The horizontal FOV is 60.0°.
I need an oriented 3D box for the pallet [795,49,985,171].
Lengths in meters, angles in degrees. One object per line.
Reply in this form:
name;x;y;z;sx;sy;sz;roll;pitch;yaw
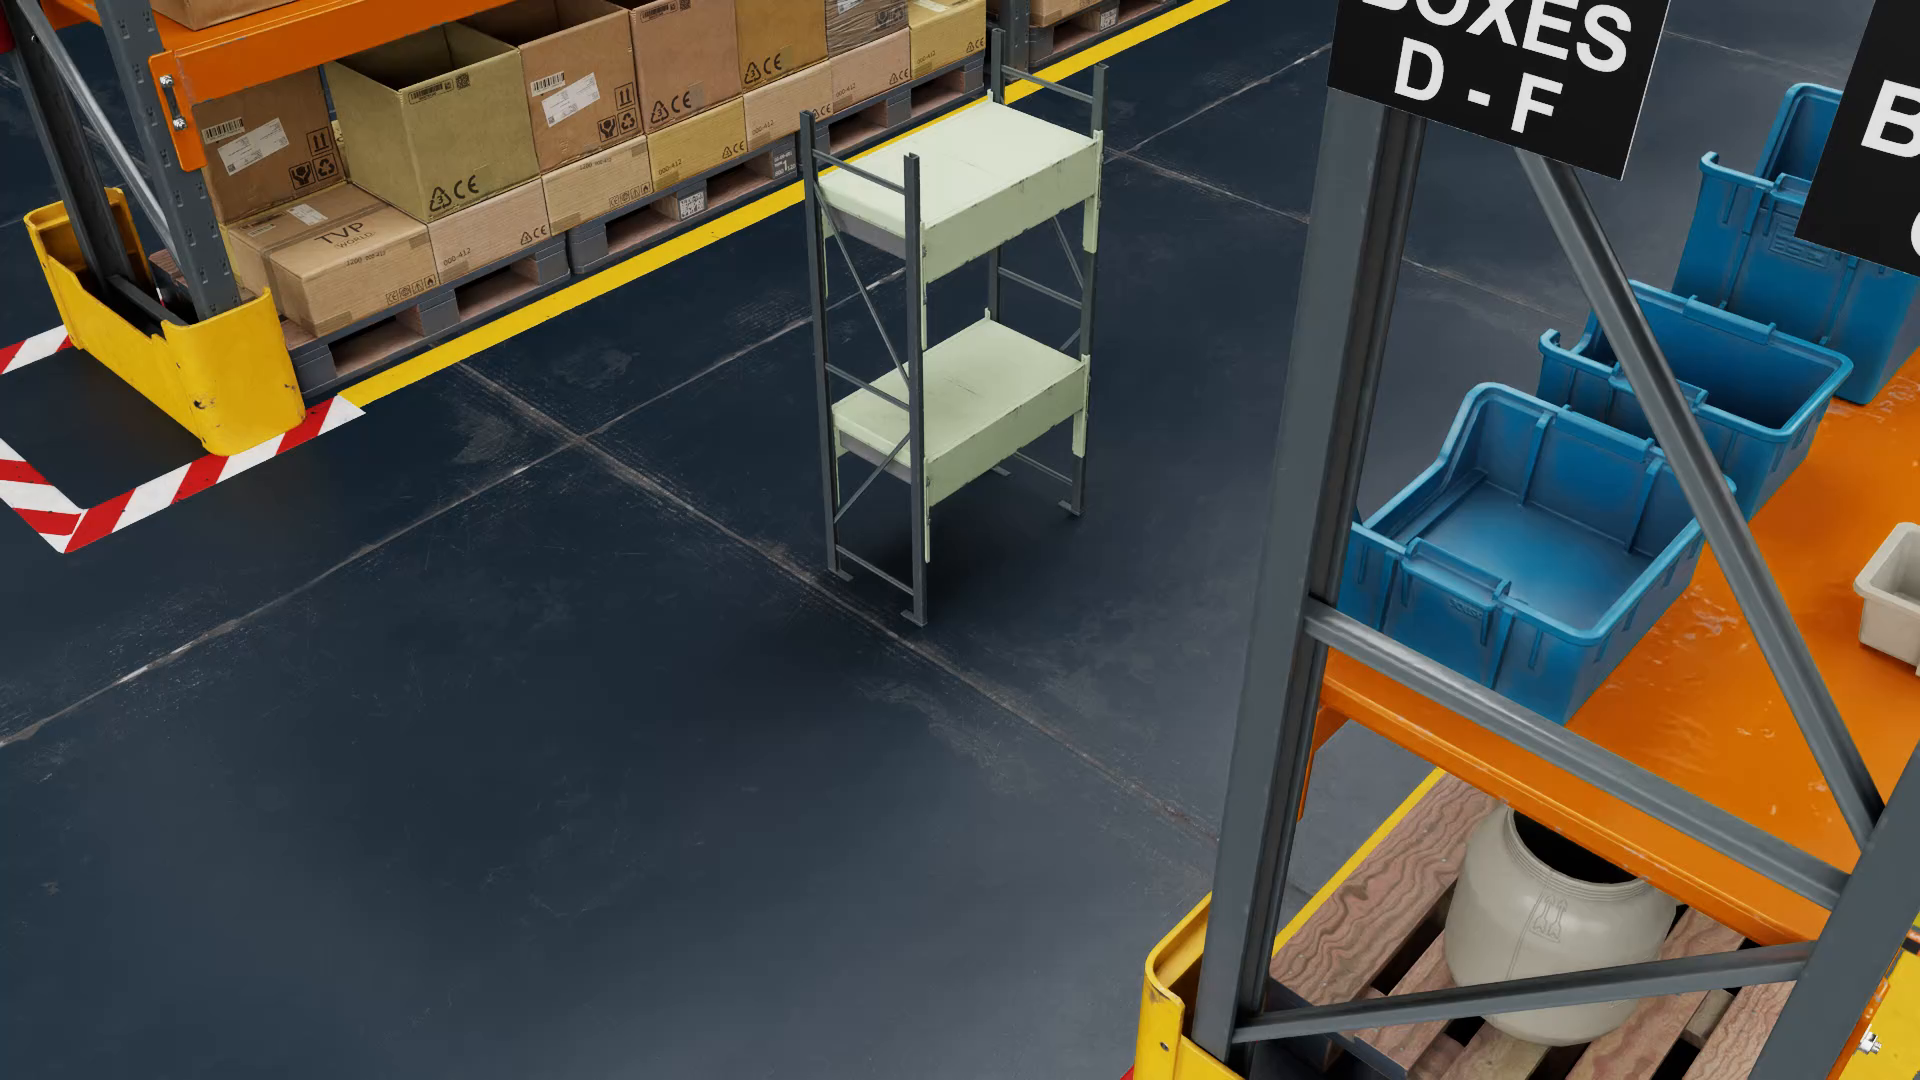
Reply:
pallet;-0.644;-2.173;7.812;1.003;0.211;1.213;30;47;32

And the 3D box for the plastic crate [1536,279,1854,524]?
plastic crate;1.437;-0.286;3.319;0.499;0.251;0.408;30;47;32

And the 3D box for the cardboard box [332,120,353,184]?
cardboard box;-2.303;-1.467;6.557;0.500;0.250;0.500;30;47;32

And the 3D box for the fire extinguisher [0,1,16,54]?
fire extinguisher;-3.198;-1.885;5.272;0.296;0.674;0.183;30;47;32

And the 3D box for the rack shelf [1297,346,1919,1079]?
rack shelf;2.228;-0.330;3.833;1.077;0.370;4.000;30;47;32

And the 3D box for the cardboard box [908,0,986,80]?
cardboard box;-0.228;-2.395;7.724;0.500;0.250;0.500;30;47;32

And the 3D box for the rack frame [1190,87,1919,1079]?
rack frame;0.881;0.309;2.451;0.949;2.616;0.053;30;47;32

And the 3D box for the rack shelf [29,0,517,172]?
rack shelf;-1.426;-2.411;6.450;1.077;0.370;4.000;30;47;32

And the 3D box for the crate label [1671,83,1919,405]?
crate label;1.920;-0.665;3.648;0.502;0.435;0.616;30;47;32

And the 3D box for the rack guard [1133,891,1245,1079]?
rack guard;0.895;1.231;3.300;1.175;0.500;0.348;30;47;32

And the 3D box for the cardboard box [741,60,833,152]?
cardboard box;-0.899;-1.934;7.143;0.500;0.250;0.500;30;47;32

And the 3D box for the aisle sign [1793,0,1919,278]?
aisle sign;1.046;-0.554;1.448;0.394;0.787;0.004;30;47;32

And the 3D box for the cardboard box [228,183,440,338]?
cardboard box;-2.249;-1.015;5.988;0.500;0.250;0.500;30;47;32

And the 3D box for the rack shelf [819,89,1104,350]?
rack shelf;-0.004;-0.889;4.536;0.431;0.370;0.720;30;47;32

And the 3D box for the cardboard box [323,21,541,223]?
cardboard box;-1.914;-1.539;6.045;0.500;0.500;0.500;30;47;32

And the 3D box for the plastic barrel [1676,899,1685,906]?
plastic barrel;1.604;0.552;3.807;0.421;0.512;0.421;0;38;0

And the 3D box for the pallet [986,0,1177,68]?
pallet;0.391;-2.875;8.696;1.003;0.211;1.213;30;47;32

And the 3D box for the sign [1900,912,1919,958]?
sign;1.281;0.432;2.074;0.100;0.325;0.005;30;47;32

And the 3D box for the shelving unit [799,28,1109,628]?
shelving unit;-0.004;-0.584;4.779;0.431;1.500;0.755;30;47;32

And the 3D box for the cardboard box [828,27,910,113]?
cardboard box;-0.573;-2.169;7.440;0.500;0.250;0.500;30;47;32

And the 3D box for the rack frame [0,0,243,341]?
rack frame;-2.775;-1.774;5.071;1.000;3.000;0.127;30;47;32

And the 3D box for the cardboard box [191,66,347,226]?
cardboard box;-2.633;-1.527;6.030;0.500;0.500;0.500;30;47;32

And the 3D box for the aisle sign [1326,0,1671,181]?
aisle sign;0.611;-0.802;1.759;0.394;0.787;0.004;30;47;32

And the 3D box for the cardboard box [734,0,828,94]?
cardboard box;-0.909;-2.232;6.917;0.500;0.500;0.500;30;47;32

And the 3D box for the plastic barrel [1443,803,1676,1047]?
plastic barrel;1.266;0.782;3.517;0.421;0.512;0.421;0;38;0

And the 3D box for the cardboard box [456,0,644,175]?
cardboard box;-1.586;-1.774;6.341;0.500;0.500;0.500;30;47;32

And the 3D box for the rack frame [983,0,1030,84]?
rack frame;-0.077;-3.612;7.382;1.000;3.000;0.127;30;47;32

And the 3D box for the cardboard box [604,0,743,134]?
cardboard box;-1.236;-1.997;6.620;0.500;0.500;0.500;30;47;32

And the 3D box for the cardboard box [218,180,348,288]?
cardboard box;-2.632;-1.233;6.262;0.500;0.250;0.500;30;47;32

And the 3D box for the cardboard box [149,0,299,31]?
cardboard box;-2.451;-2.022;5.303;0.700;0.500;0.500;30;47;32

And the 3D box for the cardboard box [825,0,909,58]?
cardboard box;-0.574;-2.464;7.208;0.500;0.500;0.500;30;47;32

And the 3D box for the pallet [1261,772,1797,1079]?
pallet;1.447;0.973;3.856;1.003;0.211;1.213;30;47;32

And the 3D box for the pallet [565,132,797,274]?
pallet;-1.467;-1.609;7.104;1.003;0.211;1.213;30;47;32

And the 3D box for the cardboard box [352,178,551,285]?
cardboard box;-1.915;-1.246;6.279;0.500;0.250;0.500;30;47;32

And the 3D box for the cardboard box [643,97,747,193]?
cardboard box;-1.236;-1.704;6.854;0.500;0.250;0.500;30;47;32

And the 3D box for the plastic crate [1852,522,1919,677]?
plastic crate;1.720;0.135;2.882;0.298;0.136;0.250;30;47;32

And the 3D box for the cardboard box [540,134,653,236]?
cardboard box;-1.577;-1.476;6.568;0.500;0.250;0.500;30;47;32

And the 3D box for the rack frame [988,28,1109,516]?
rack frame;0.242;-0.752;4.991;0.400;1.500;0.023;30;47;32

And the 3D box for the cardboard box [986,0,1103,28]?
cardboard box;0.378;-2.781;8.209;0.500;0.250;0.500;28;47;31

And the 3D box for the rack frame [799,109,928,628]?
rack frame;-0.251;-0.416;4.568;0.400;1.500;0.023;30;47;32

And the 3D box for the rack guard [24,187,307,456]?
rack guard;-2.792;-0.785;5.835;1.175;0.500;0.348;30;47;32

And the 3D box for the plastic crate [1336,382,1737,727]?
plastic crate;0.995;0.010;2.947;0.499;0.251;0.616;30;47;32

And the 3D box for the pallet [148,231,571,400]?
pallet;-2.290;-1.052;6.403;1.003;0.211;1.213;30;47;32

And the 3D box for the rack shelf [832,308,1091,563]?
rack shelf;-0.005;-0.329;4.982;0.431;0.370;0.720;30;47;32
